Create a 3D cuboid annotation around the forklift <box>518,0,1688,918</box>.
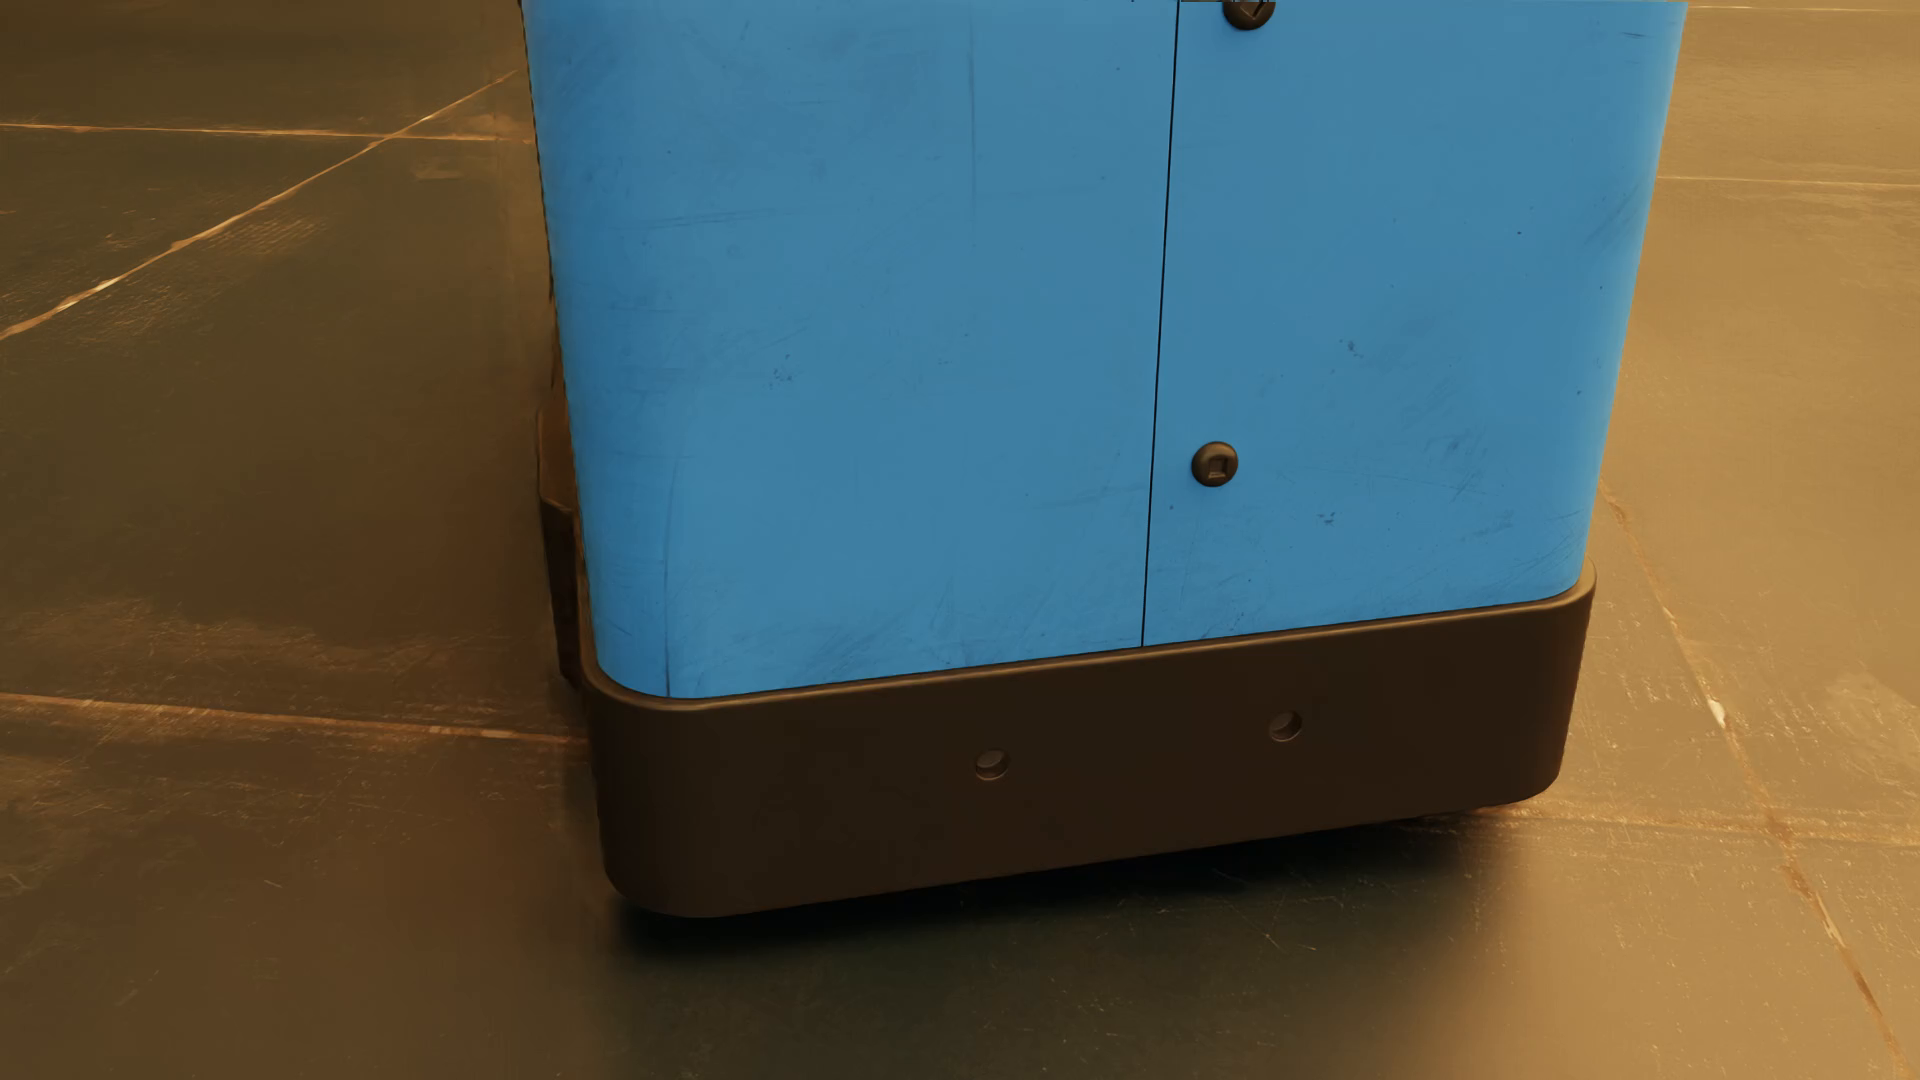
[{"bbox_3d":[-0.159,-1.583,2.390,1.130,2.935,3.031,-6,27,-11],"label":"forklift"}]
